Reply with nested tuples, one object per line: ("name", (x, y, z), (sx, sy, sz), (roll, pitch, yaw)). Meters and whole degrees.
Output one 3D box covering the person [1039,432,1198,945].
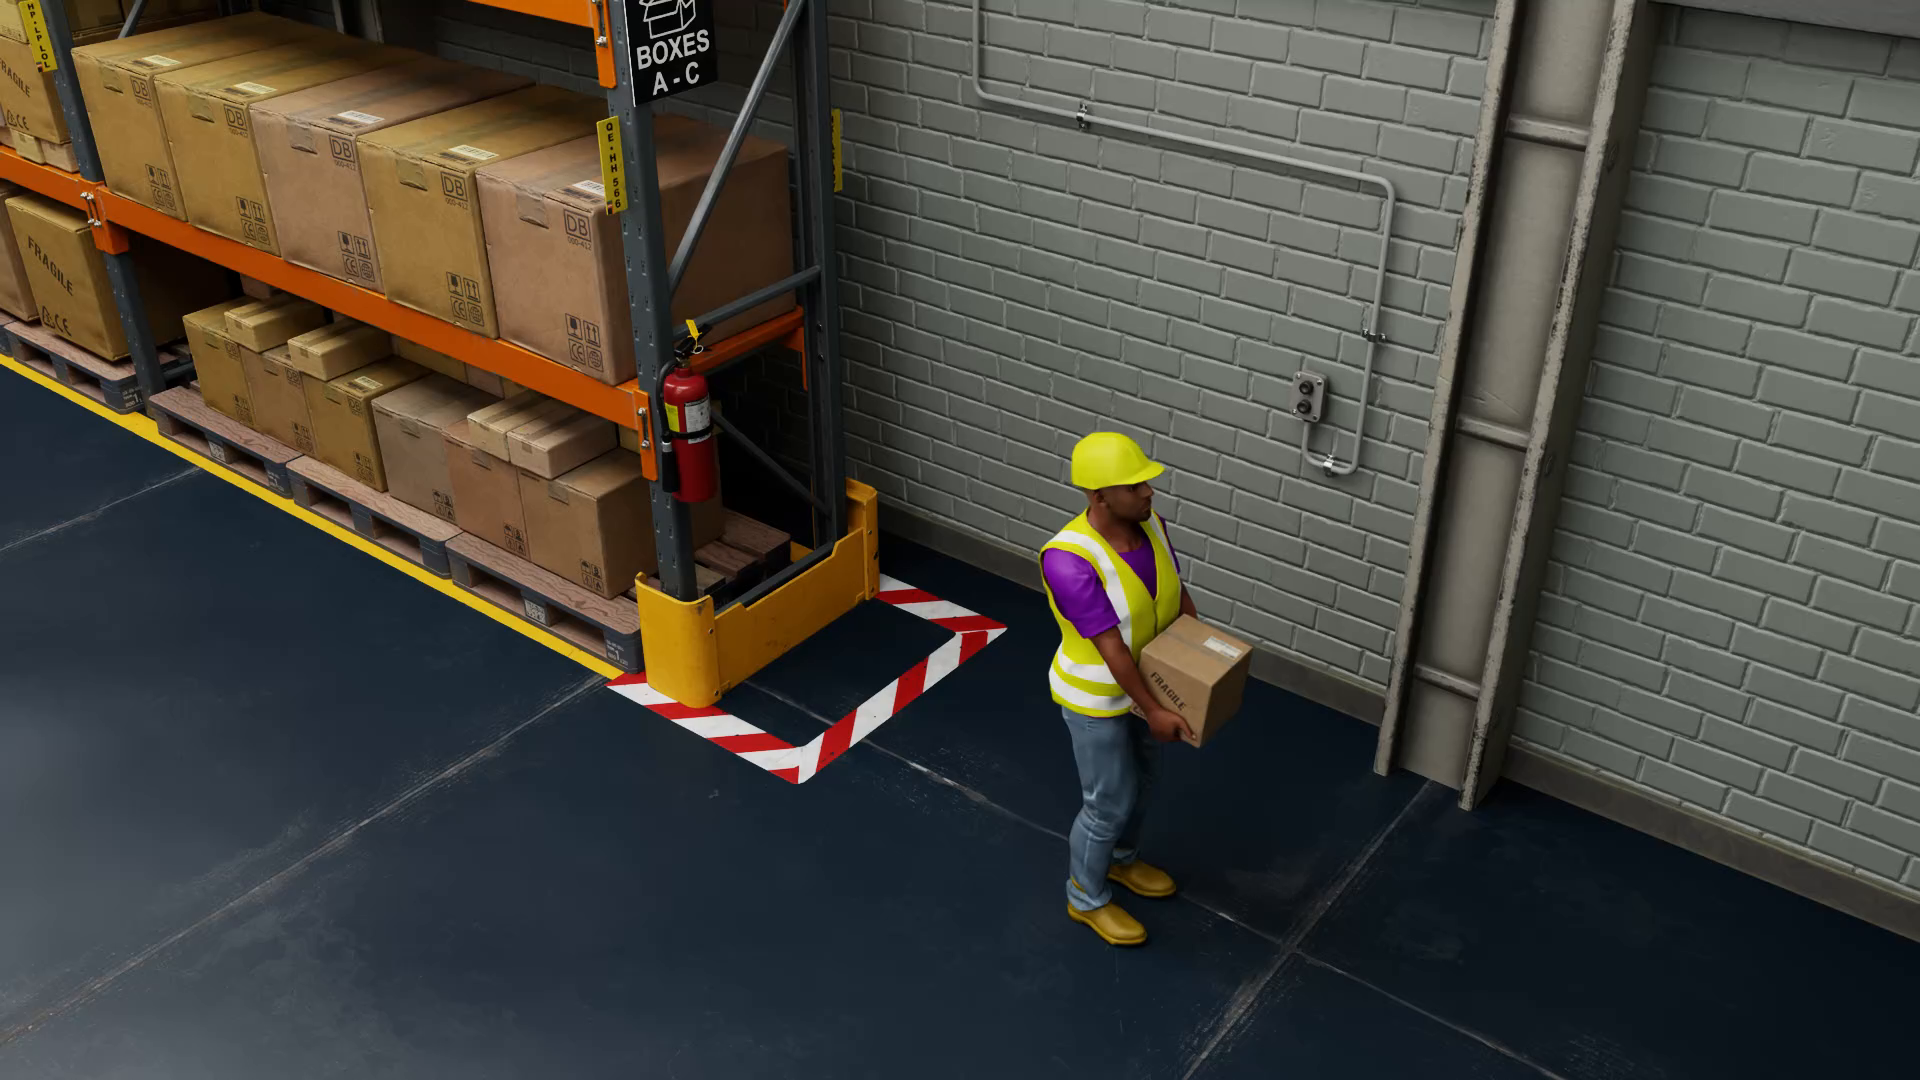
("person", (0.570, 0.497, 5.278), (0.577, 1.761, 0.502), (21, 37, 32))
